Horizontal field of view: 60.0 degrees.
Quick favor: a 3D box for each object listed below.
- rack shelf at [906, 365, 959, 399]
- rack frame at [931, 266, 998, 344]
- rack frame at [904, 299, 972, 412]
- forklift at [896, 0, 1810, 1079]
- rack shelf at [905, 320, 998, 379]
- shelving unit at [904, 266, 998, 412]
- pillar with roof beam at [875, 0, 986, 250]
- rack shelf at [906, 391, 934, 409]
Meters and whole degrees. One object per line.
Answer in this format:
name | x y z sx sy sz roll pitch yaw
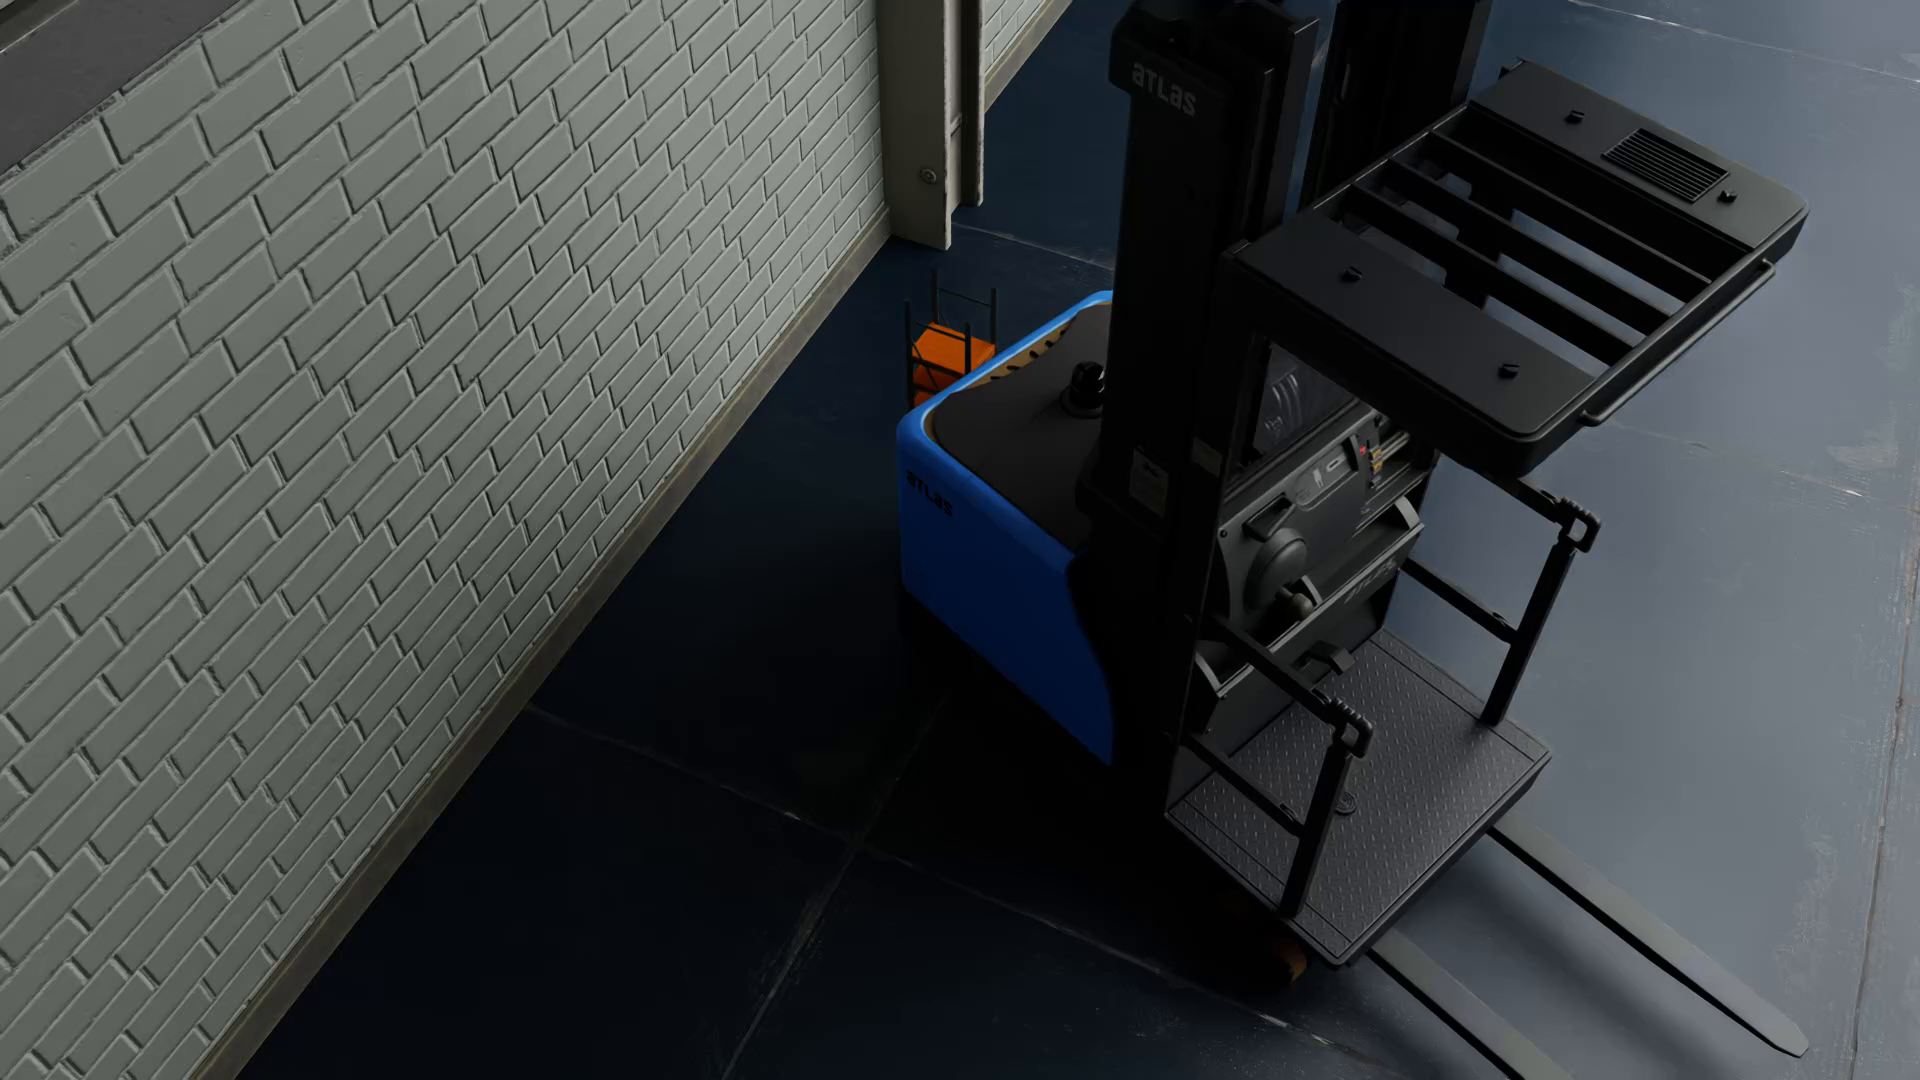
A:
rack shelf | -0.028 -0.528 5.654 0.258 0.103 0.180 22 53 17
rack frame | 0.014 -0.463 5.856 0.240 1.200 0.006 22 53 17
rack frame | -0.070 -0.339 5.750 0.240 1.200 0.006 22 53 17
forklift | 1.151 -0.044 4.363 1.130 2.935 3.031 -35 58 -26
rack shelf | -0.029 -0.606 5.563 0.258 0.103 0.180 22 53 17
shelving unit | -0.028 -0.401 5.803 0.258 1.200 0.189 22 53 17
pillar with roof beam | 3.776 -2.978 2.875 9.100 9.000 0.400 20 52 16
rack shelf | -0.028 -0.450 5.746 0.258 0.103 0.180 22 53 17
